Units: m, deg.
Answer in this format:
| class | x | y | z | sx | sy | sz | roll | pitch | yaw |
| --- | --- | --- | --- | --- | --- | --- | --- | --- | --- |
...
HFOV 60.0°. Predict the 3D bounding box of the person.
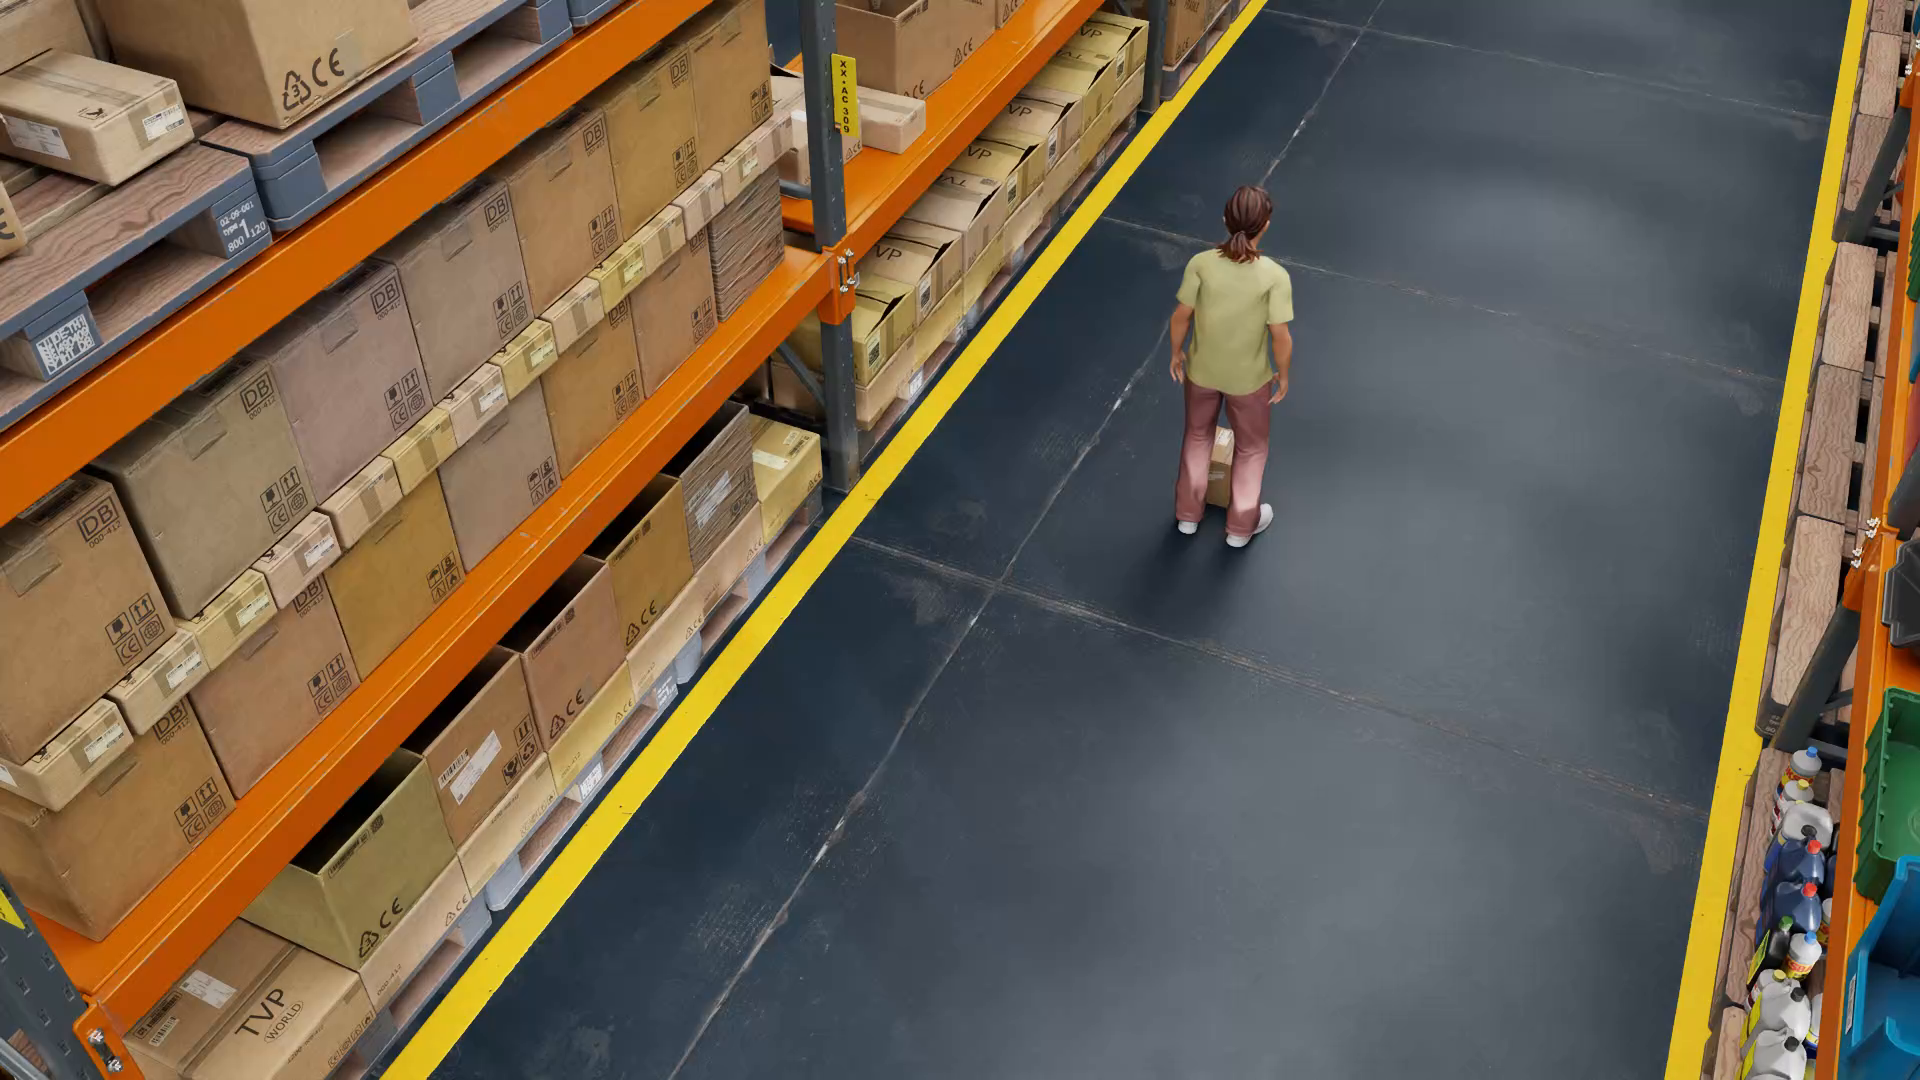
| class | x | y | z | sx | sy | sz | roll | pitch | yaw |
| --- | --- | --- | --- | --- | --- | --- | --- | --- | --- |
| person | 1.124 | -0.702 | 6.936 | 0.516 | 1.673 | 0.355 | 16 | 44 | 17 |
